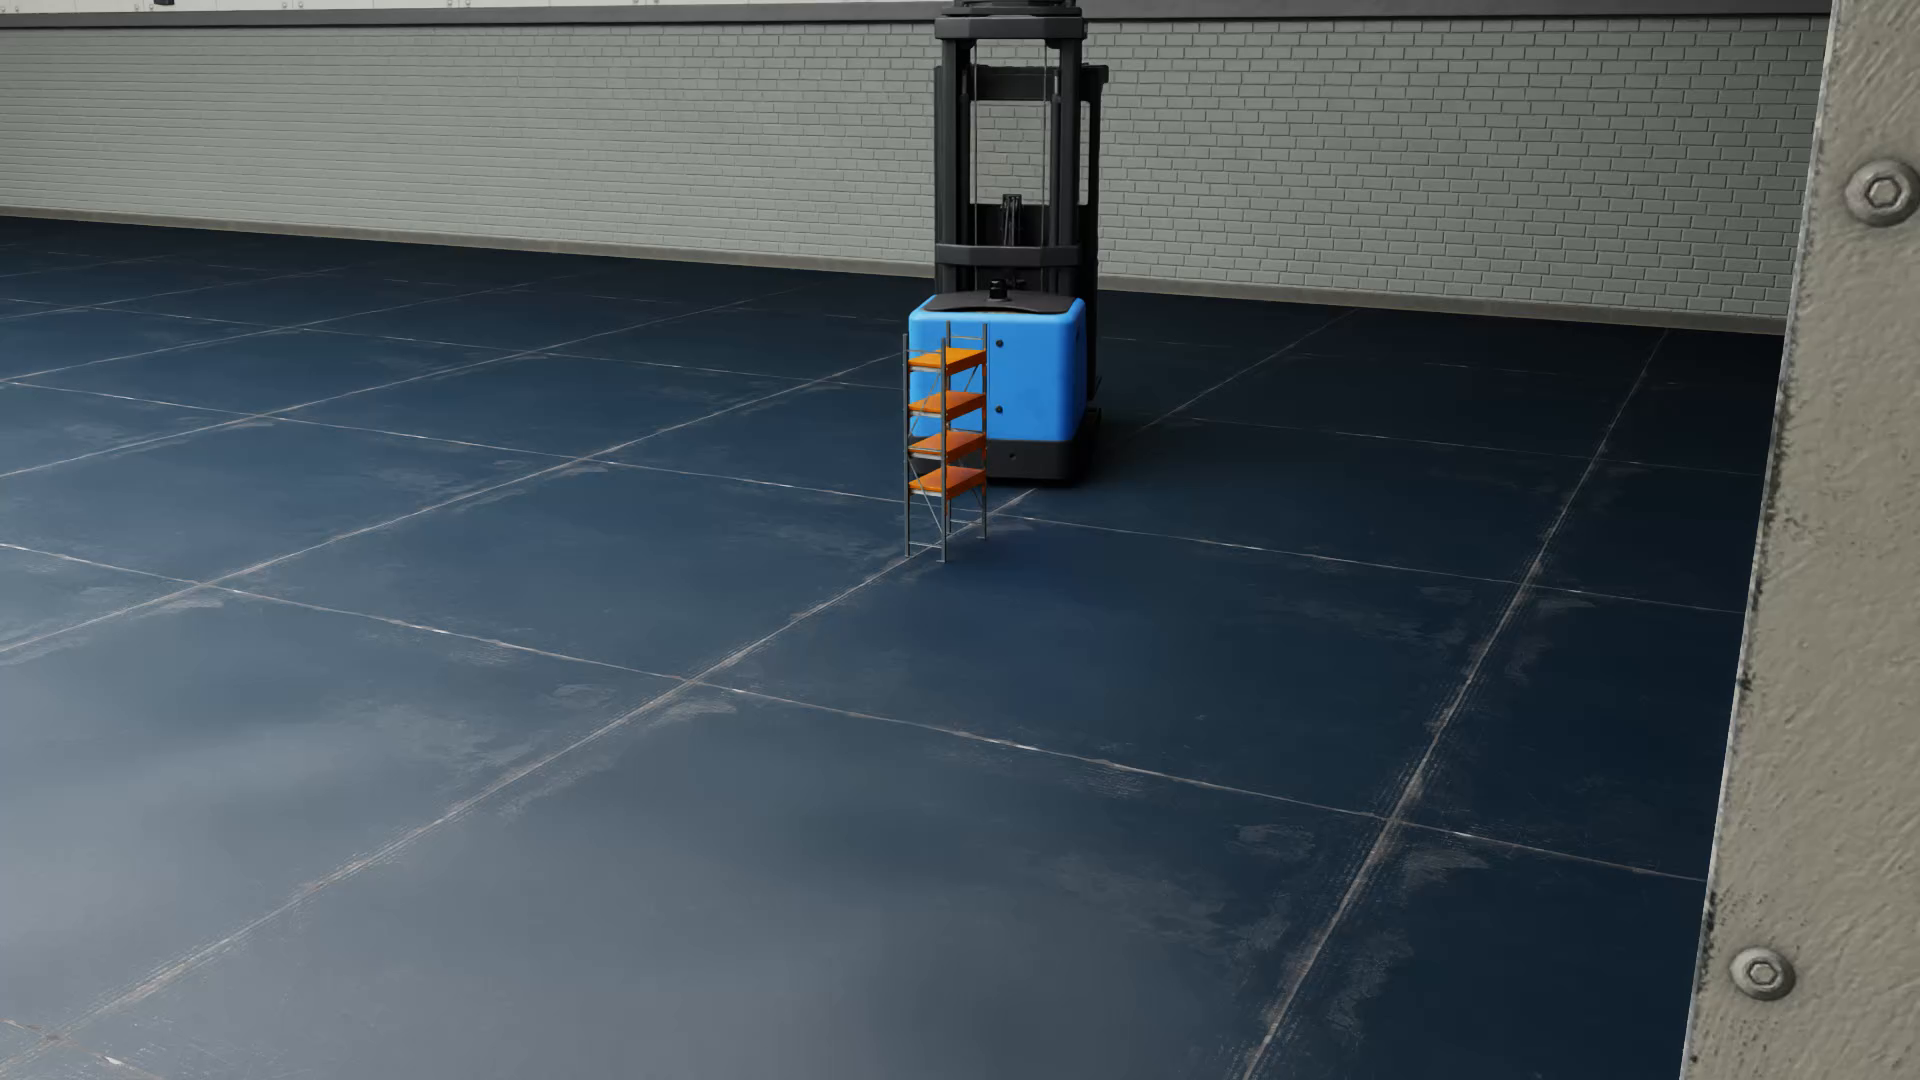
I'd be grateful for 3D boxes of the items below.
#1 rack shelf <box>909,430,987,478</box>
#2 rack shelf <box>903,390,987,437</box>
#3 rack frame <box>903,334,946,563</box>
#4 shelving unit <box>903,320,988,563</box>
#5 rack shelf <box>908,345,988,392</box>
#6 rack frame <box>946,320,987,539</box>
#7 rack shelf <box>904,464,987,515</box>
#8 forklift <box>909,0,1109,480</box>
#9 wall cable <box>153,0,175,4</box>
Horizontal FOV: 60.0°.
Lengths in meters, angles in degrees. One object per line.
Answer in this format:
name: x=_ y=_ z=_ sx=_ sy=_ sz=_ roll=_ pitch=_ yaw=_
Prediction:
rack shelf: x=-0.074 y=-0.469 z=8.909 sx=0.258 sy=0.148 sz=0.480 roll=8 pitch=18 yaw=25
rack shelf: x=-0.074 y=-0.683 z=8.845 sx=0.258 sy=0.148 sz=0.480 roll=8 pitch=18 yaw=25
rack frame: x=-0.183 y=-0.471 z=8.680 sx=0.240 sy=1.200 sz=0.015 roll=8 pitch=18 yaw=25
shelving unit: x=-0.074 y=-0.533 z=8.889 sx=0.258 sy=1.200 sz=0.503 roll=8 pitch=18 yaw=25
rack shelf: x=-0.074 y=-0.910 z=8.778 sx=0.258 sy=0.148 sz=0.480 roll=8 pitch=18 yaw=25
rack frame: x=0.035 y=-0.595 z=9.099 sx=0.240 sy=1.200 sz=0.015 roll=8 pitch=18 yaw=25
rack shelf: x=-0.074 y=-0.278 z=8.965 sx=0.258 sy=0.148 sz=0.480 roll=8 pitch=18 yaw=25
forklift: x=0.411 y=-2.150 z=11.292 sx=1.130 sy=2.935 sz=3.031 roll=3 pitch=17 yaw=9
wall cable: x=-10.593 y=-10.475 z=22.691 sx=2.305 sy=6.003 sz=0.169 roll=8 pitch=18 yaw=25
